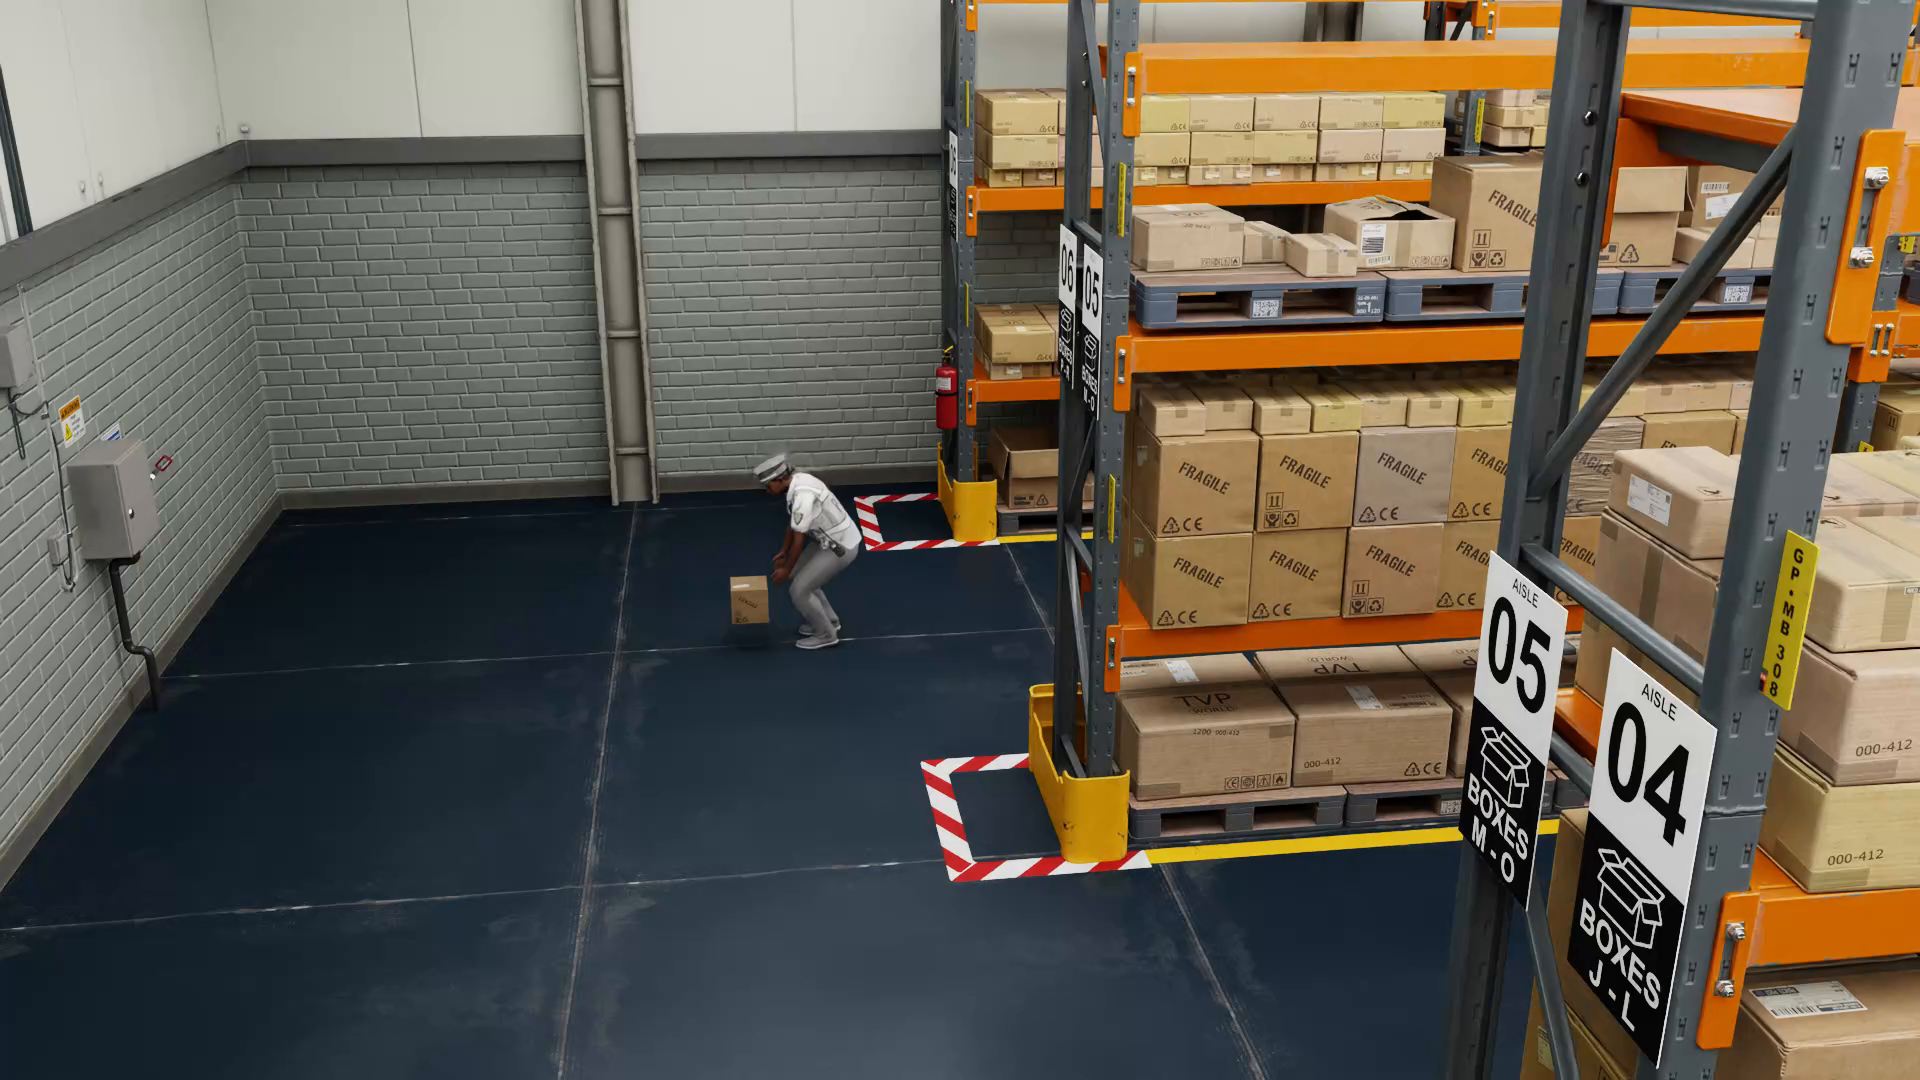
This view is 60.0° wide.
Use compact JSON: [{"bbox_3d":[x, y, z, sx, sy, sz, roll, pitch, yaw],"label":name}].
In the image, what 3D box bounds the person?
[{"bbox_3d":[-1.031,0.072,11.331,0.724,1.360,0.496,-3,20,-8],"label":"person"}]
